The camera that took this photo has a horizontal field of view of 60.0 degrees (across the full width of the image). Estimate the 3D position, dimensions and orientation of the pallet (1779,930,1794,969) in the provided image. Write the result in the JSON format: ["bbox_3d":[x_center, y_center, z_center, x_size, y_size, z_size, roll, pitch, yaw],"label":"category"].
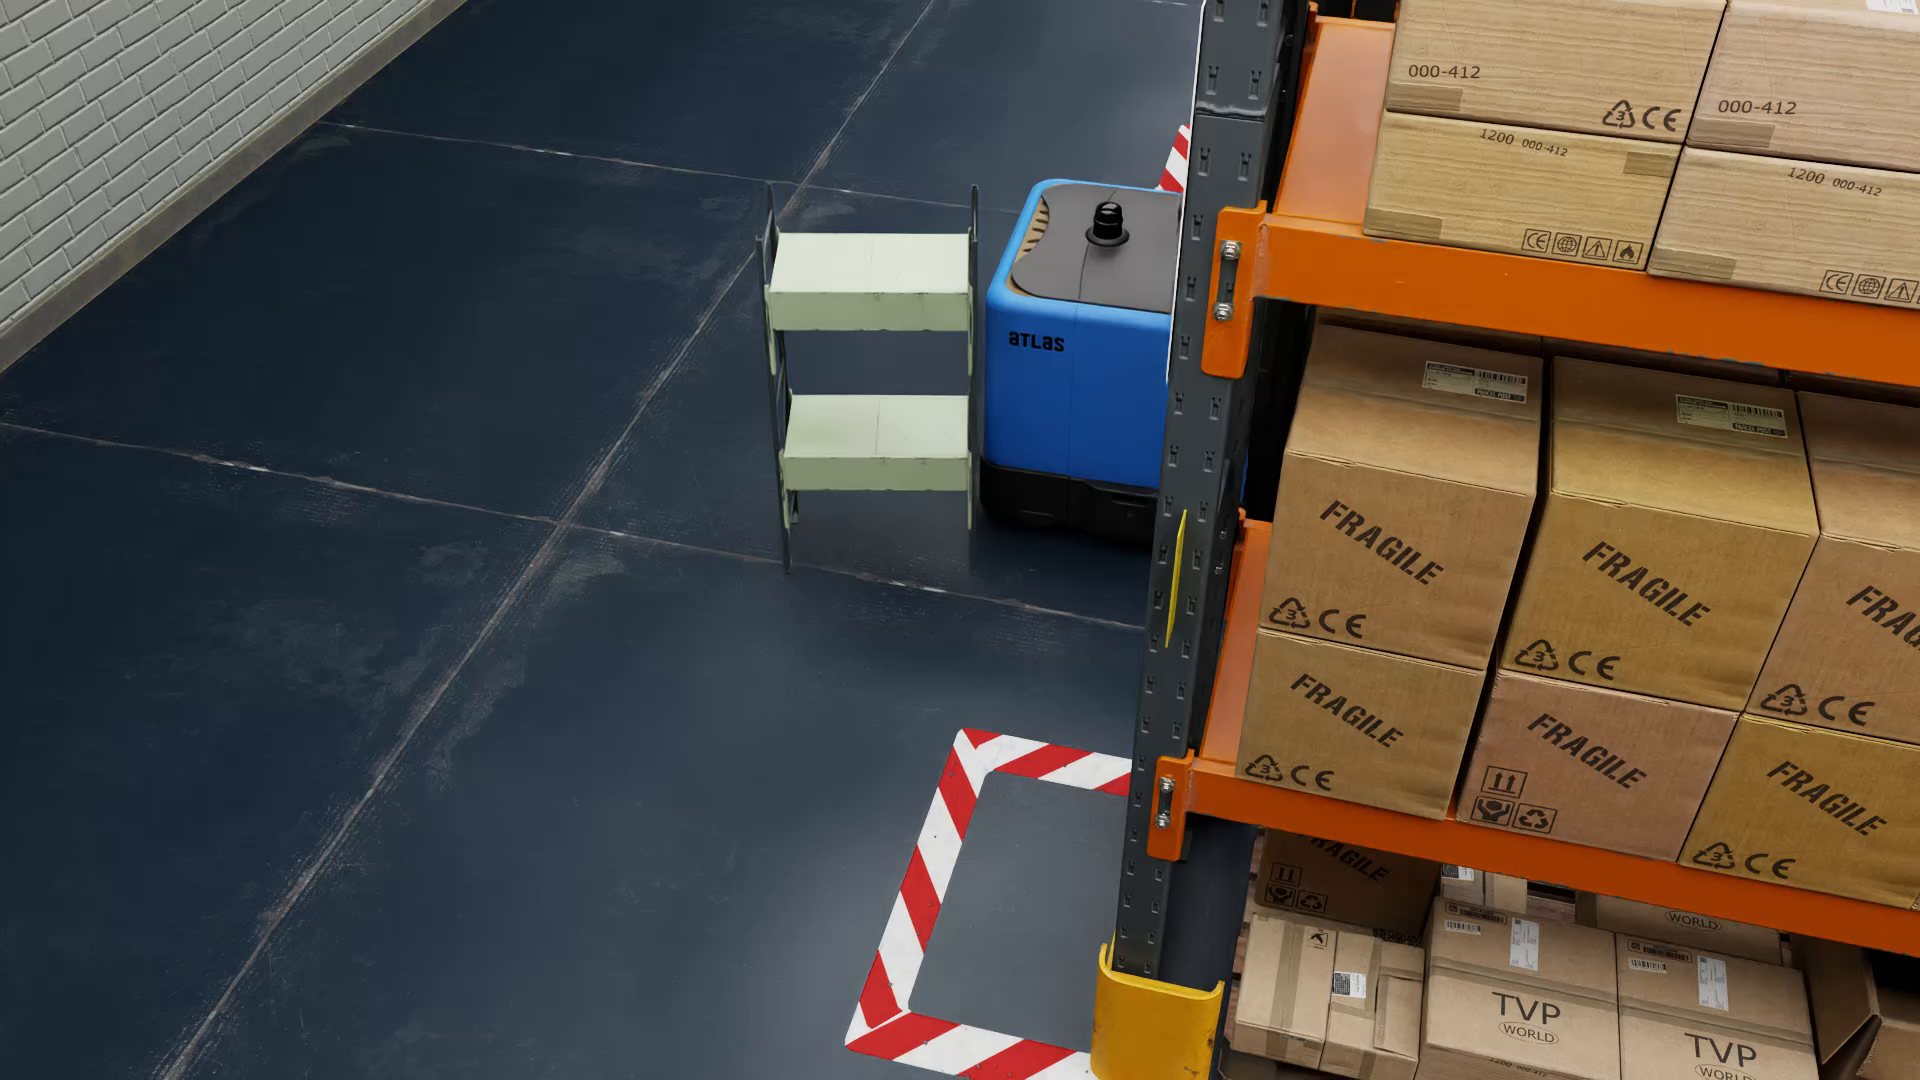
[{"bbox_3d":[2.632,1.497,4.803,1.213,0.211,1.003,10,41,11],"label":"pallet"}]

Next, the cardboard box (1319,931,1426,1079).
[{"bbox_3d":[1.170,1.322,4.705,0.250,0.166,0.380,10,41,11],"label":"cardboard box"}]

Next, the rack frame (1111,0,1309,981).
[{"bbox_3d":[0.613,0.081,4.322,0.127,3.000,1.000,10,41,11],"label":"rack frame"}]

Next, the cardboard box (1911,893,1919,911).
[{"bbox_3d":[2.440,0.532,3.707,0.500,0.500,0.500,10,41,12],"label":"cardboard box"}]

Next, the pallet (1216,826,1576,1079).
[{"bbox_3d":[1.457,1.293,5.046,1.213,0.211,1.003,10,41,11],"label":"pallet"}]

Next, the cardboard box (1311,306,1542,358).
[{"bbox_3d":[1.114,-0.437,4.083,0.500,0.500,0.500,9,41,11],"label":"cardboard box"}]

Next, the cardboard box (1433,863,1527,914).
[{"bbox_3d":[1.570,1.058,5.019,0.250,0.166,0.380,10,41,11],"label":"cardboard box"}]

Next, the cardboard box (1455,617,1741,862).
[{"bbox_3d":[1.473,0.362,3.908,0.500,0.500,0.500,9,41,11],"label":"cardboard box"}]

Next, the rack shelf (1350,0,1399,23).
[{"bbox_3d":[3.829,-2.388,7.821,4.000,0.370,1.077,10,41,11],"label":"rack shelf"}]

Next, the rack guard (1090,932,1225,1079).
[{"bbox_3d":[0.687,1.050,5.111,0.348,0.500,1.175,10,41,11],"label":"rack guard"}]

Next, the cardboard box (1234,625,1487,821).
[{"bbox_3d":[0.974,0.280,4.007,0.500,0.500,0.500,11,41,12],"label":"cardboard box"}]

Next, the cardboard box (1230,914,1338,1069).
[{"bbox_3d":[0.929,1.287,4.760,0.250,0.149,0.380,10,41,11],"label":"cardboard box"}]

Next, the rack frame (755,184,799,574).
[{"bbox_3d":[-0.681,-0.567,6.259,0.023,1.500,0.400,0,40,0],"label":"rack frame"}]

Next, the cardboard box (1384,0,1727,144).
[{"bbox_3d":[1.042,-0.955,2.950,0.500,0.250,0.500,10,41,11],"label":"cardboard box"}]

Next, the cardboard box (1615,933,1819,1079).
[{"bbox_3d":[2.031,1.398,4.549,0.500,0.250,0.500,10,41,11],"label":"cardboard box"}]

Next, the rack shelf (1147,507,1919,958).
[{"bbox_3d":[2.545,0.689,4.157,4.000,0.370,1.077,10,41,11],"label":"rack shelf"}]

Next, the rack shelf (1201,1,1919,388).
[{"bbox_3d":[2.545,-0.460,3.193,4.000,0.370,1.077,10,41,11],"label":"rack shelf"}]

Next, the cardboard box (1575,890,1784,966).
[{"bbox_3d":[2.112,1.079,4.929,0.500,0.250,0.500,10,41,11],"label":"cardboard box"}]

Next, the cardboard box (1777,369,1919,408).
[{"bbox_3d":[2.104,-0.271,3.885,0.500,0.500,0.500,11,41,13],"label":"cardboard box"}]

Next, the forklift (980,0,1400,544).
[{"bbox_3d":[1.654,-1.285,6.001,3.031,2.935,1.130,9,41,10],"label":"forklift"}]

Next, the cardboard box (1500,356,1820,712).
[{"bbox_3d":[1.481,-0.021,3.587,0.500,0.500,0.500,10,41,12],"label":"cardboard box"}]

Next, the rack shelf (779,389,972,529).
[{"bbox_3d":[-0.315,-0.316,6.467,0.720,0.370,0.431,0,40,0],"label":"rack shelf"}]

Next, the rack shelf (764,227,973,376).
[{"bbox_3d":[-0.315,-0.865,6.007,0.720,0.370,0.431,0,40,0],"label":"rack shelf"}]

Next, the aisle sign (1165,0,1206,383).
[{"bbox_3d":[0.471,-0.744,3.282,0.004,0.787,0.394,10,41,11],"label":"aisle sign"}]

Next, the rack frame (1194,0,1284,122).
[{"bbox_3d":[0.613,-2.217,2.392,0.127,3.000,1.000,10,41,11],"label":"rack frame"}]

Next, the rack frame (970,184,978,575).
[{"bbox_3d":[0.051,-0.564,6.256,0.023,1.500,0.400,0,40,0],"label":"rack frame"}]

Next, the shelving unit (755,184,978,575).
[{"bbox_3d":[-0.315,-0.566,6.258,0.755,1.500,0.431,0,40,0],"label":"shelving unit"}]

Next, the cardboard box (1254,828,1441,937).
[{"bbox_3d":[1.202,0.807,5.059,0.500,0.500,0.500,10,41,11],"label":"cardboard box"}]

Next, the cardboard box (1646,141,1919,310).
[{"bbox_3d":[1.523,-0.676,3.007,0.500,0.250,0.500,10,41,11],"label":"cardboard box"}]

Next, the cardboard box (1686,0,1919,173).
[{"bbox_3d":[1.523,-0.867,2.846,0.500,0.250,0.500,10,41,11],"label":"cardboard box"}]

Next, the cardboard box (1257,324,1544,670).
[{"bbox_3d":[0.974,-0.103,3.685,0.500,0.500,0.500,11,41,13],"label":"cardboard box"}]

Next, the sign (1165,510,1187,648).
[{"bbox_3d":[0.473,0.086,3.642,0.005,0.325,0.100,10,41,11],"label":"sign"}]

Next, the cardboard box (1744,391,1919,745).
[{"bbox_3d":[1.963,0.065,3.485,0.500,0.500,0.500,10,41,12],"label":"cardboard box"}]

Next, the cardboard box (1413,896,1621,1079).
[{"bbox_3d":[1.548,1.315,4.648,0.500,0.250,0.500,10,41,11],"label":"cardboard box"}]

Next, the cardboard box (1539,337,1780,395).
[{"bbox_3d":[1.602,-0.354,3.984,0.500,0.500,0.500,11,41,13],"label":"cardboard box"}]

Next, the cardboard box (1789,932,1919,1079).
[{"bbox_3d":[2.661,1.224,4.559,0.637,0.503,0.797,10,41,11],"label":"cardboard box"}]

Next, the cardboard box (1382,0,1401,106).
[{"bbox_3d":[1.178,-1.089,3.499,0.500,0.250,0.500,10,41,11],"label":"cardboard box"}]

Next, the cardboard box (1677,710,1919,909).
[{"bbox_3d":[1.957,0.448,3.807,0.500,0.500,0.500,10,41,11],"label":"cardboard box"}]

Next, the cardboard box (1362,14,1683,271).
[{"bbox_3d":[1.044,-0.767,3.116,0.500,0.250,0.500,10,41,11],"label":"cardboard box"}]
